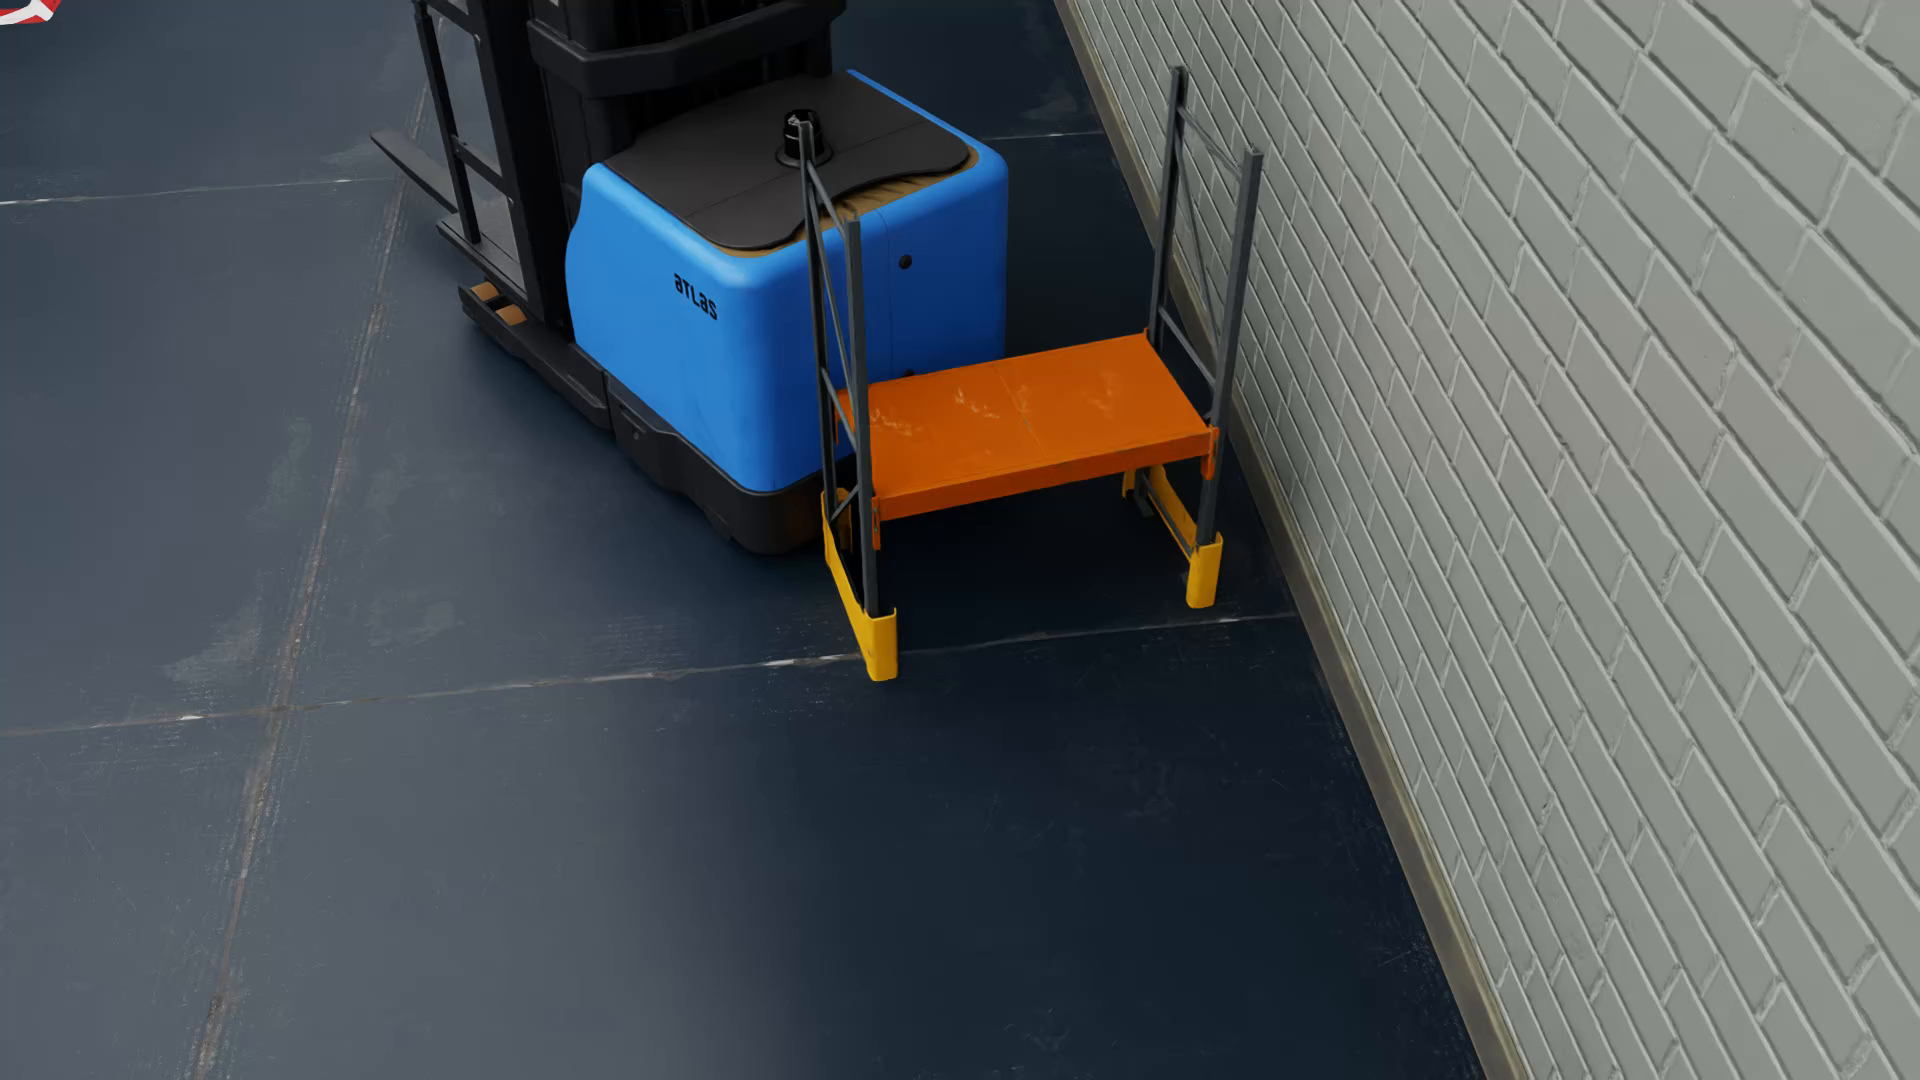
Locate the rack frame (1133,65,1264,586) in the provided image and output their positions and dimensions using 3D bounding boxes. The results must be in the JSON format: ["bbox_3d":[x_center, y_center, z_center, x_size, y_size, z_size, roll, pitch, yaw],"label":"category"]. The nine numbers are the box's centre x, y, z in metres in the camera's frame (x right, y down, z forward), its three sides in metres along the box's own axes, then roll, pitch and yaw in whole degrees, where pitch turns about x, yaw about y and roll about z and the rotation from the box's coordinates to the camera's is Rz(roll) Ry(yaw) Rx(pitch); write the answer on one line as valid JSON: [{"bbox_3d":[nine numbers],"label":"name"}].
[{"bbox_3d":[0.651,-0.540,4.729,0.032,1.500,0.500,-12,43,-13],"label":"rack frame"}]

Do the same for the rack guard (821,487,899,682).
[{"bbox_3d":[-0.300,0.125,4.925,0.087,0.250,0.587,-12,43,-13],"label":"rack guard"}]

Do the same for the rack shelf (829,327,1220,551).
[{"bbox_3d":[0.167,-0.304,4.736,1.000,0.185,0.538,-12,43,-13],"label":"rack shelf"}]

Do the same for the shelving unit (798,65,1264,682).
[{"bbox_3d":[0.175,-0.439,4.617,1.083,1.500,0.587,-12,43,-13],"label":"shelving unit"}]

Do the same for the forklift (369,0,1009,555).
[{"bbox_3d":[-1.174,-1.961,5.236,1.130,2.935,3.031,-30,50,-29],"label":"forklift"}]

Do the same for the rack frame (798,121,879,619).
[{"bbox_3d":[-0.318,-0.335,4.502,0.032,1.500,0.500,-12,43,-13],"label":"rack frame"}]

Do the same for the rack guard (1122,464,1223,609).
[{"bbox_3d":[0.650,-0.076,5.147,0.087,0.250,0.587,-12,43,-13],"label":"rack guard"}]
